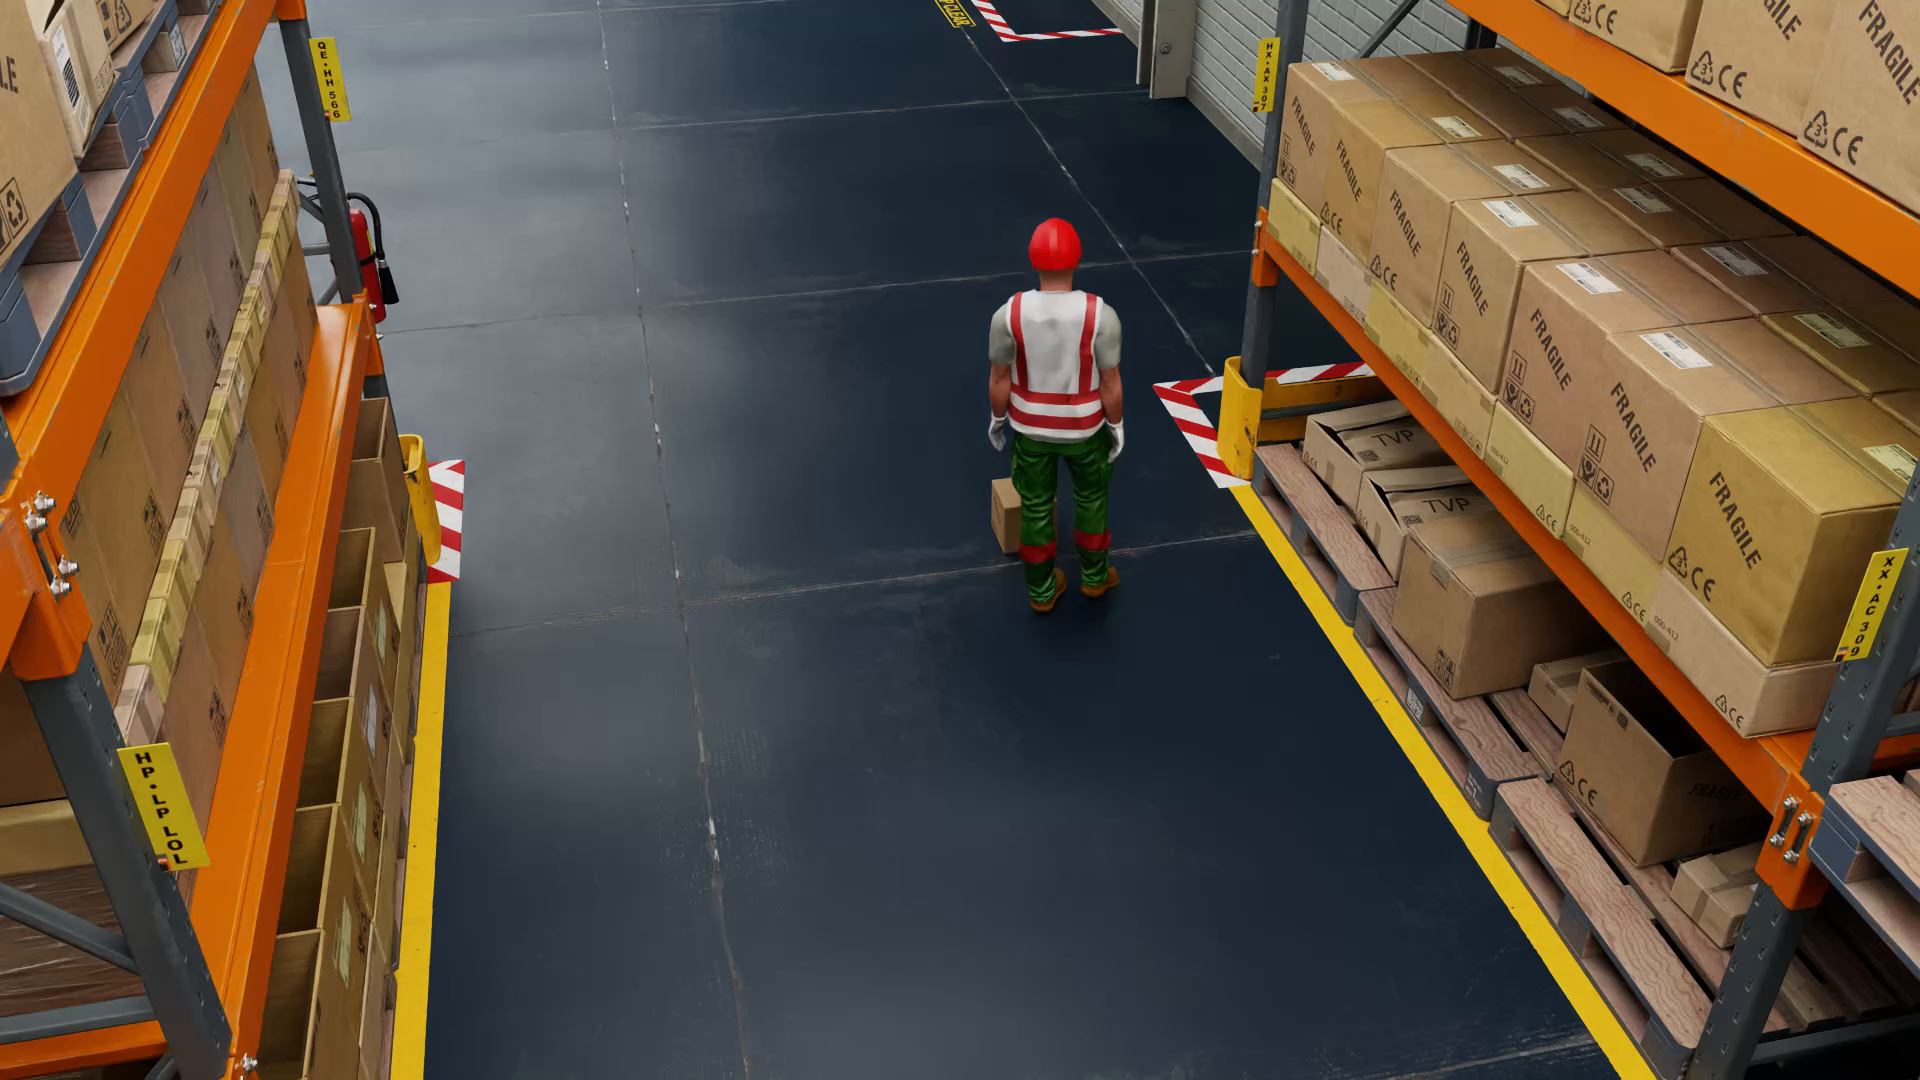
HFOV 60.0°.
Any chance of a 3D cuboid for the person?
[{"bbox_3d":[0.409,-0.502,6.855,0.575,1.819,0.475,5,34,7],"label":"person"}]
